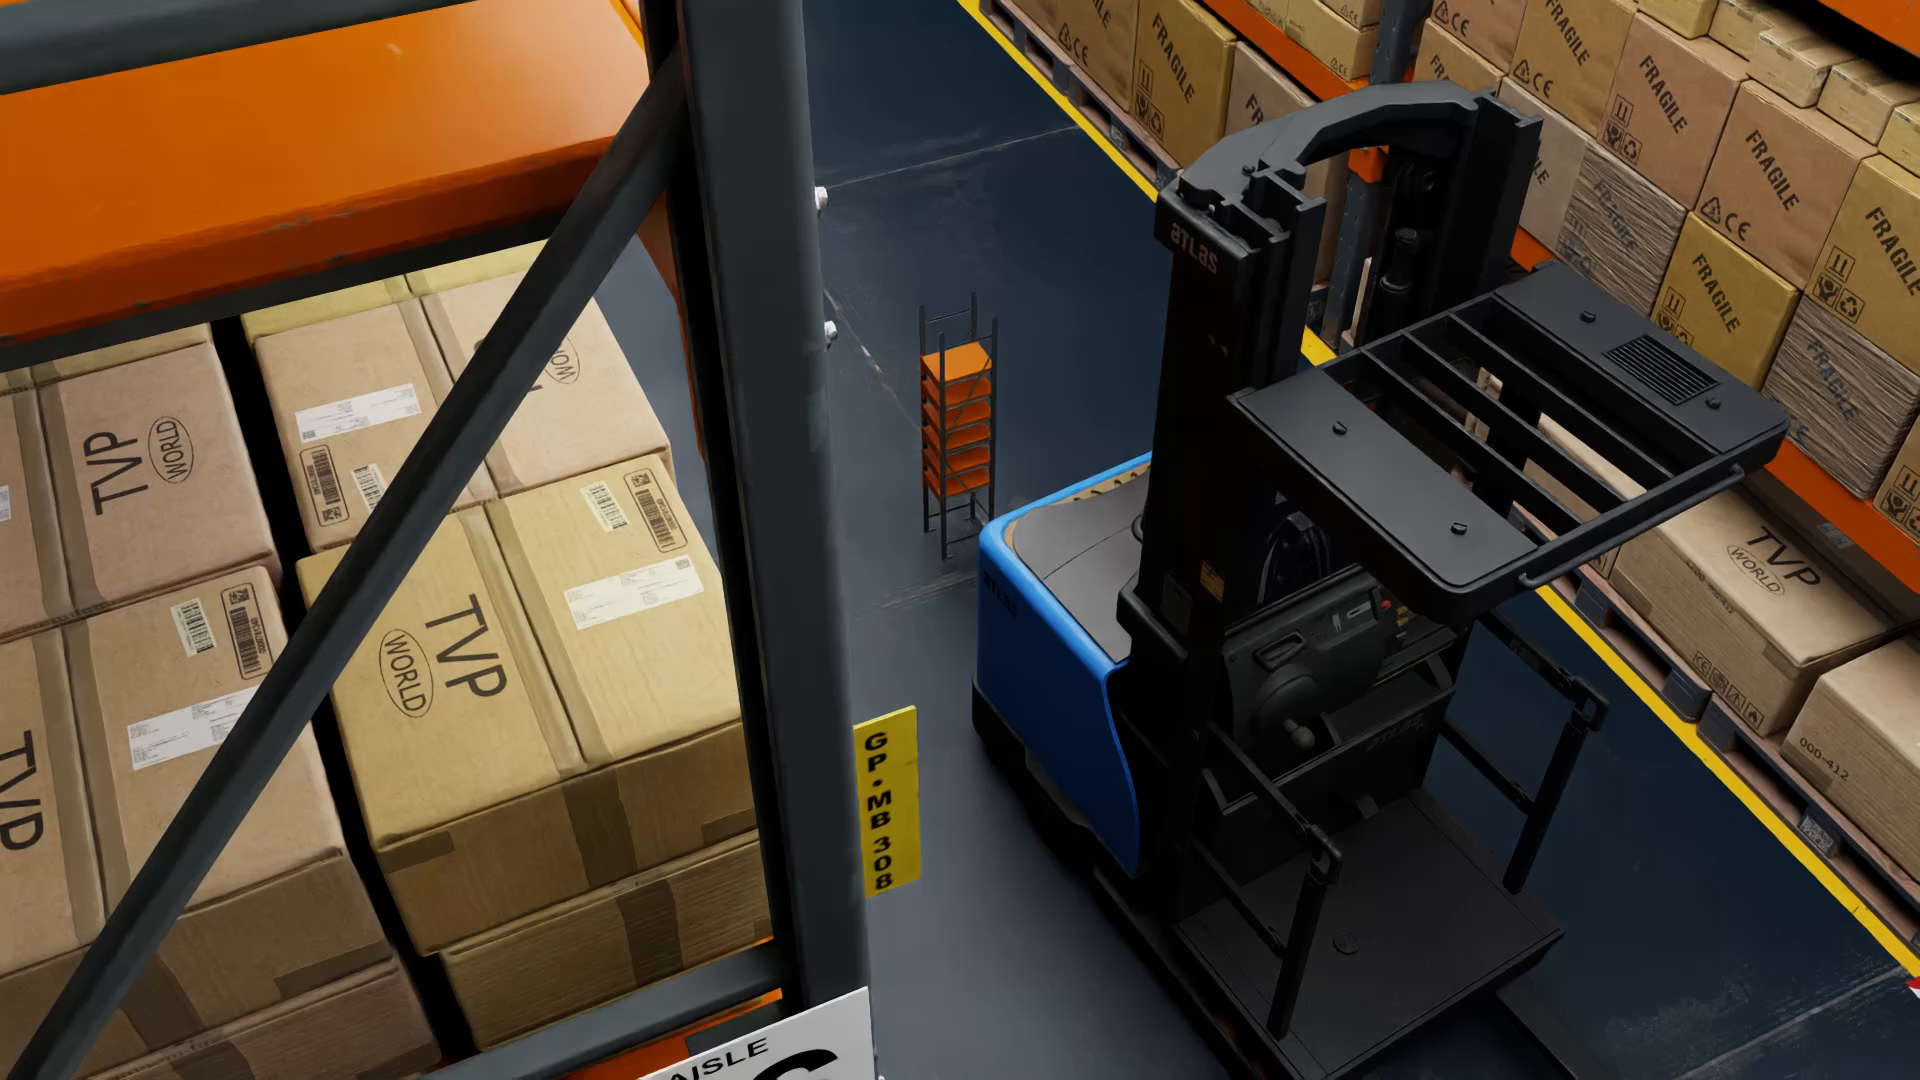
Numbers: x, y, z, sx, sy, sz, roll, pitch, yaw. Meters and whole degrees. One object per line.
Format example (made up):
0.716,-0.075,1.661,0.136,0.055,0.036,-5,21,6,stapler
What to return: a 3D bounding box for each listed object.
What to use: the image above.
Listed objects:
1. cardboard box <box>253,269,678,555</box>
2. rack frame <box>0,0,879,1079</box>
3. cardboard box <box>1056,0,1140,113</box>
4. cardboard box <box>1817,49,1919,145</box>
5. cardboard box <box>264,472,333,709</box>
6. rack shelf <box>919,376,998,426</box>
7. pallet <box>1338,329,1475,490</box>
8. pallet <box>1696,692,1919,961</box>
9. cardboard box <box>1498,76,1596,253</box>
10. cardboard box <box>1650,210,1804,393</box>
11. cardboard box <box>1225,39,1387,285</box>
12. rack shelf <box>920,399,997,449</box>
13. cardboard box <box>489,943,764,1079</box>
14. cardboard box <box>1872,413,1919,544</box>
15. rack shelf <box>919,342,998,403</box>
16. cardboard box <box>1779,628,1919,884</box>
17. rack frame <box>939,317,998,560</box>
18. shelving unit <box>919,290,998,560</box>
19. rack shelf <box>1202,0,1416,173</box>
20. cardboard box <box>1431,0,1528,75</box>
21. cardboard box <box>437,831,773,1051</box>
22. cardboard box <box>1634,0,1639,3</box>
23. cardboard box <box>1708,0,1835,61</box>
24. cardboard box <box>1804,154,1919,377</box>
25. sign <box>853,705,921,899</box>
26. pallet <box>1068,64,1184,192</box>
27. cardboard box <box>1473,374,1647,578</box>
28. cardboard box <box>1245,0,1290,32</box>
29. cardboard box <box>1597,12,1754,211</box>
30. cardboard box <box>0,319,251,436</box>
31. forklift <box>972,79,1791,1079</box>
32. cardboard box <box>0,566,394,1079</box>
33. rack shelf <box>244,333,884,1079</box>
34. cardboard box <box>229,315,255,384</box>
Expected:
-0.742,-0.134,2.523,0.500,0.250,0.500,-18,47,-18,cardboard box
-0.586,-0.285,1.001,1.000,3.000,0.127,-18,47,-17,rack frame
1.138,-3.075,9.313,0.875,0.875,0.875,-17,47,-17,cardboard box
2.904,-1.380,5.136,0.380,0.149,0.250,-17,47,-16,cardboard box
-1.246,0.204,2.536,0.500,0.250,0.500,-18,47,-17,cardboard box
-0.006,-0.576,6.569,0.258,0.103,0.180,-18,47,-17,rack shelf
2.483,-0.667,7.644,1.003,0.211,1.213,-18,47,-17,pallet
3.509,0.888,6.068,1.003,0.211,1.213,-18,47,-17,pallet
2.402,-1.504,6.437,0.500,0.500,0.500,-18,47,-17,cardboard box
2.822,-0.857,5.781,0.500,0.500,0.500,-17,47,-16,cardboard box
1.901,-1.932,8.155,0.875,0.875,0.875,-17,47,-16,cardboard box
-0.006,-0.490,6.654,0.258,0.103,0.180,-18,47,-17,rack shelf
-0.509,0.600,2.418,0.380,0.149,0.250,-17,47,-17,cardboard box
3.276,-0.207,5.122,0.500,0.500,0.500,-19,48,-18,cardboard box
-0.006,-0.661,6.485,0.258,0.103,0.180,-18,47,-17,rack shelf
3.548,0.754,5.745,0.875,0.438,0.875,-20,48,-19,cardboard box
0.032,-0.378,6.648,0.240,1.200,0.006,-18,47,-17,rack frame
-0.006,-0.436,6.707,0.258,1.200,0.189,-18,47,-17,shelving unit
1.393,-3.185,8.724,1.077,0.370,4.000,-18,47,-17,rack shelf
2.215,-2.183,6.413,0.500,0.500,0.500,-18,47,-17,cardboard box
-0.525,0.367,2.371,0.500,0.250,0.500,-19,48,-18,cardboard box
2.448,-2.026,5.792,0.380,0.149,0.250,-18,47,-18,cardboard box
2.714,-1.712,5.474,0.380,0.149,0.250,-18,47,-18,cardboard box
3.046,-0.887,5.099,0.500,0.500,0.500,-18,47,-18,cardboard box
-0.094,0.311,1.910,0.100,0.325,0.005,-18,47,-17,sign
1.324,-2.422,9.424,1.003,0.211,1.213,-18,47,-17,pallet
2.778,-0.402,6.916,0.875,0.438,0.875,-19,48,-19,cardboard box
1.604,-2.650,7.776,0.500,0.250,0.500,-19,48,-18,cardboard box
2.626,-1.530,5.751,0.500,0.500,0.500,-17,47,-17,cardboard box
-1.470,-0.306,2.696,0.500,0.250,0.500,-18,47,-17,cardboard box
1.247,0.376,4.651,1.130,2.935,3.031,-23,49,-22,forklift
-1.026,0.351,2.031,0.500,0.250,0.500,-19,48,-19,cardboard box
-1.427,-0.236,3.599,1.077,0.370,4.000,-18,47,-17,rack shelf
-1.673,-0.445,3.193,0.500,0.250,0.500,-17,47,-16,cardboard box
